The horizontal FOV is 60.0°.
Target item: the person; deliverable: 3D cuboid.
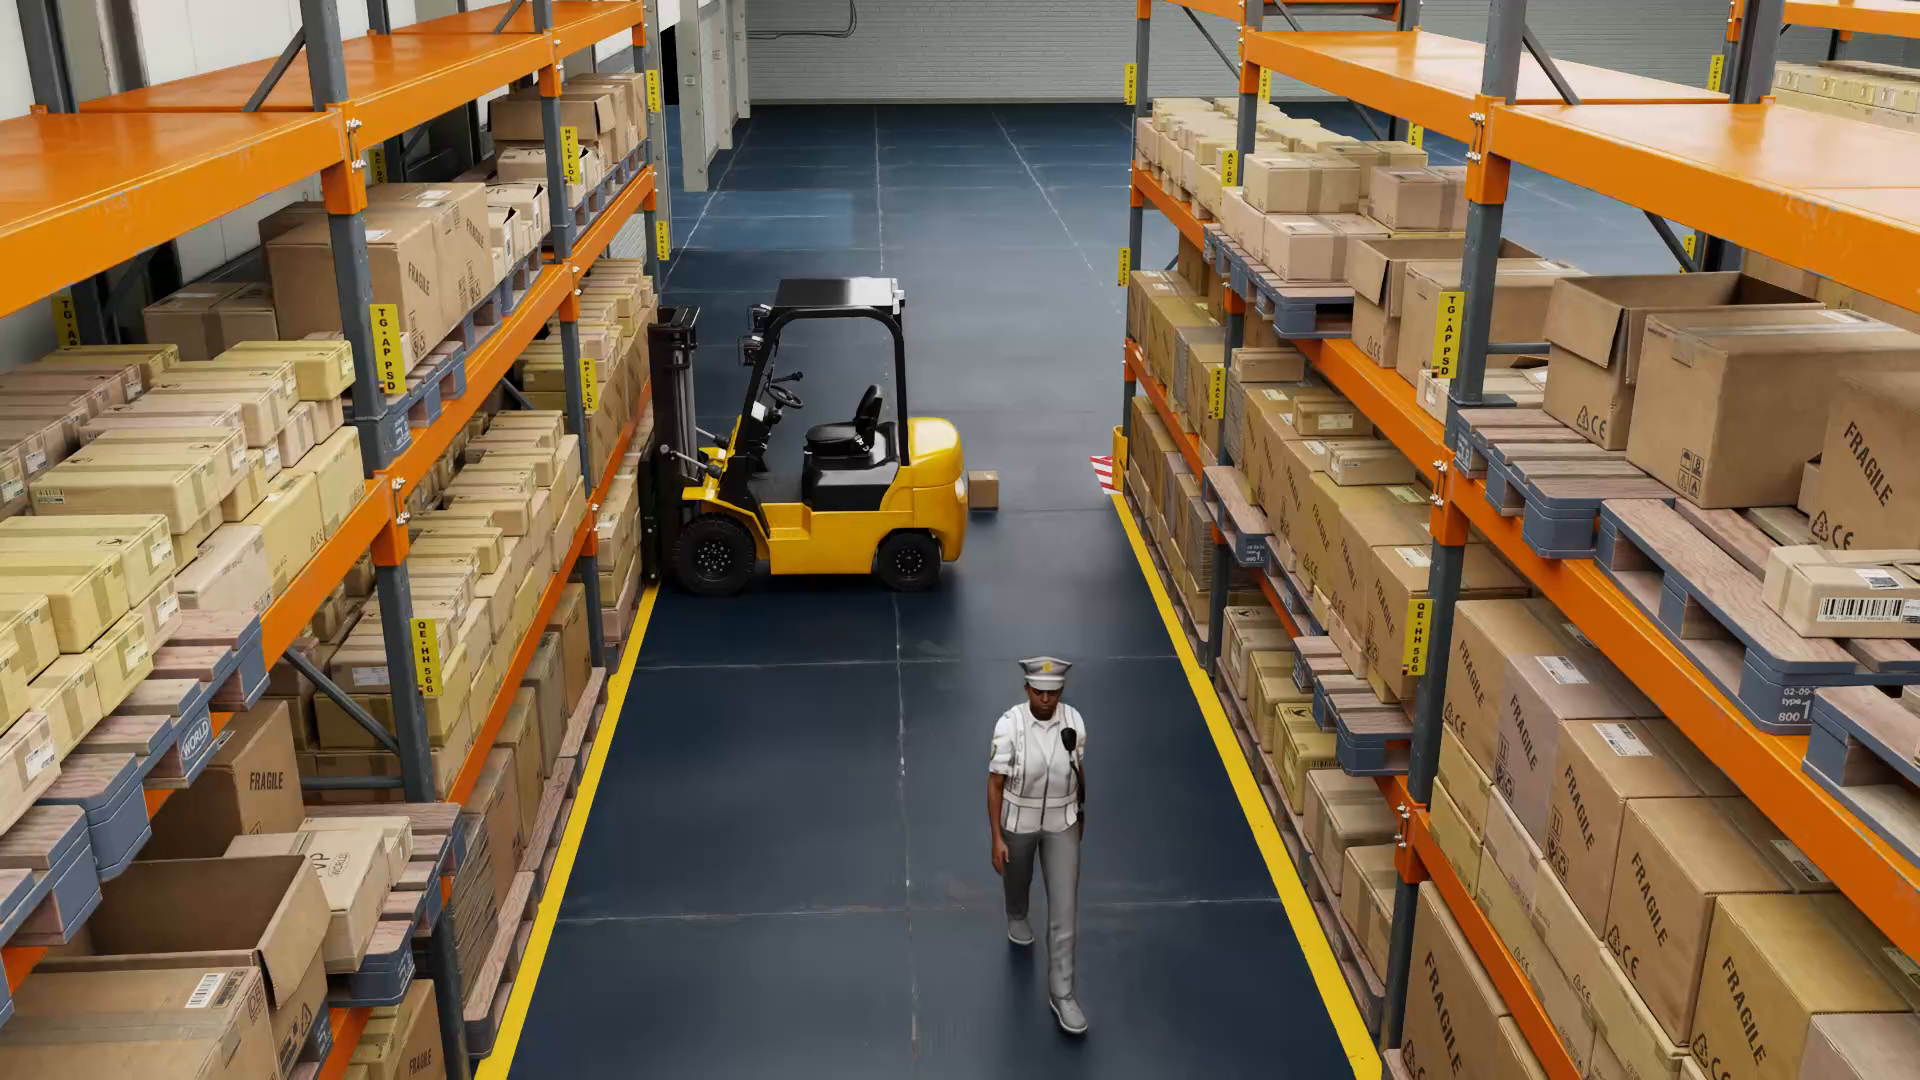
[{"bbox_3d":[0.358,1.294,7.563,0.475,1.628,0.987,-2,21,-5],"label":"person"}]
